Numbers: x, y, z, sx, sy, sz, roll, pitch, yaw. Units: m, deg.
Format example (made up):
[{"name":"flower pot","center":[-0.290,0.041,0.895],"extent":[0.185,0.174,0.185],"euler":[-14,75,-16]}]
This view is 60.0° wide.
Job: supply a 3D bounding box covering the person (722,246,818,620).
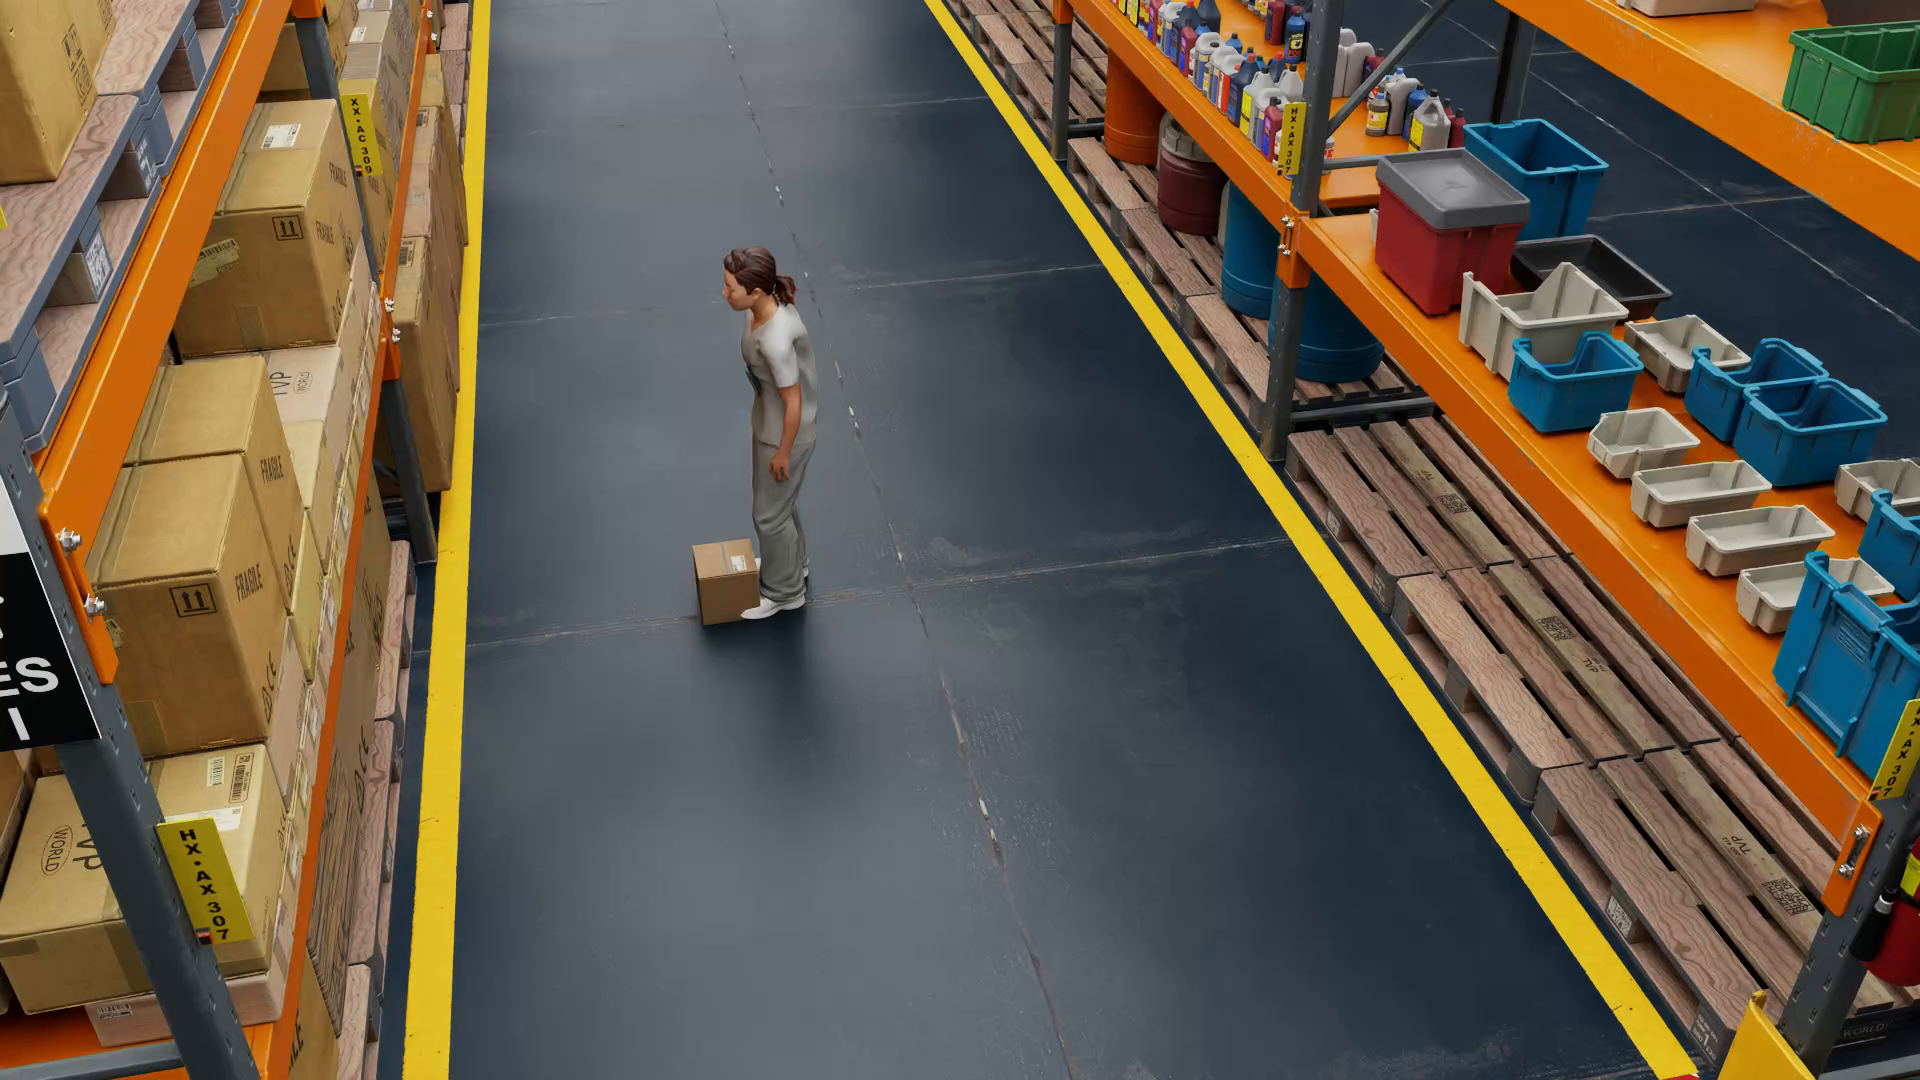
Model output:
[{"name":"person","center":[-0.785,-0.439,6.785],"extent":[0.416,1.671,0.503],"euler":[-9,36,-13]}]
